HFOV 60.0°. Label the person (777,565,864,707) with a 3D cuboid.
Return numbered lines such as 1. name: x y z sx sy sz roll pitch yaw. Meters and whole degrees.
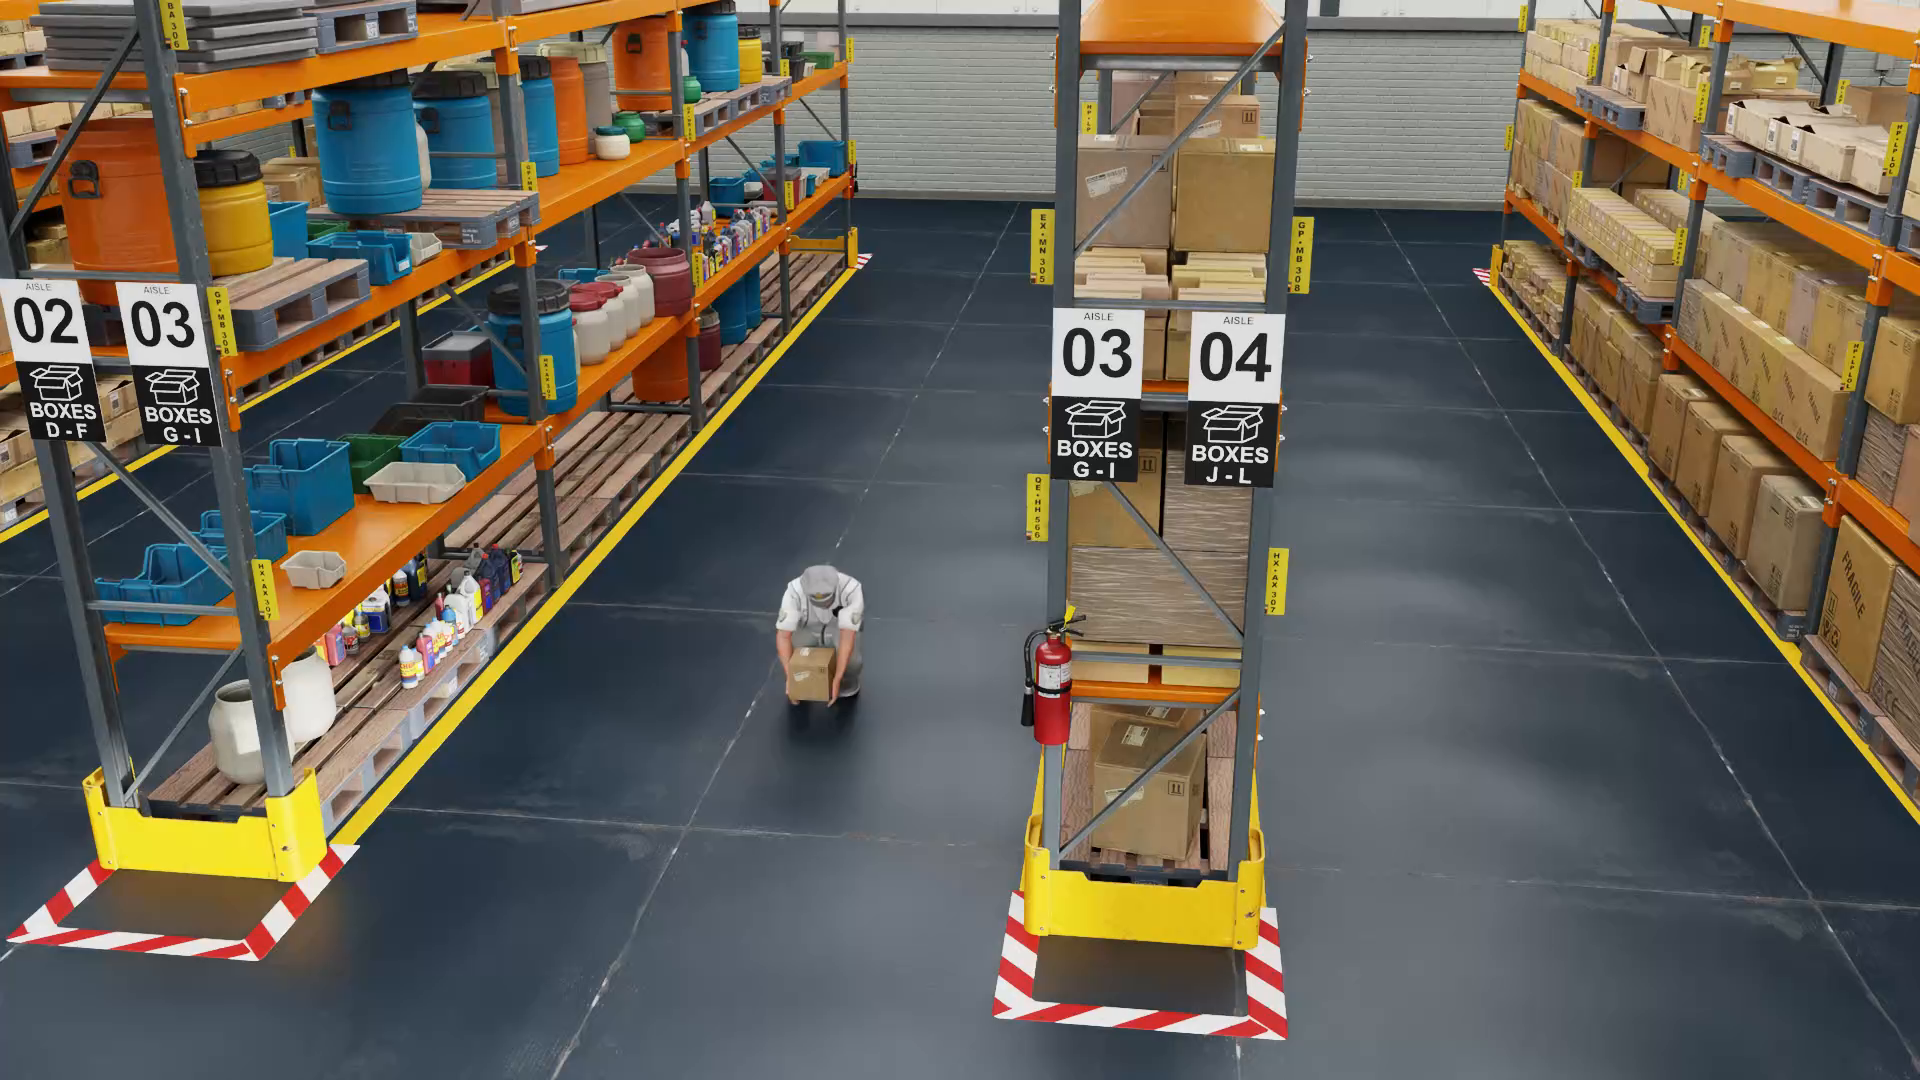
1. person: -0.881 0.554 10.693 0.550 1.006 0.901 2 21 6
